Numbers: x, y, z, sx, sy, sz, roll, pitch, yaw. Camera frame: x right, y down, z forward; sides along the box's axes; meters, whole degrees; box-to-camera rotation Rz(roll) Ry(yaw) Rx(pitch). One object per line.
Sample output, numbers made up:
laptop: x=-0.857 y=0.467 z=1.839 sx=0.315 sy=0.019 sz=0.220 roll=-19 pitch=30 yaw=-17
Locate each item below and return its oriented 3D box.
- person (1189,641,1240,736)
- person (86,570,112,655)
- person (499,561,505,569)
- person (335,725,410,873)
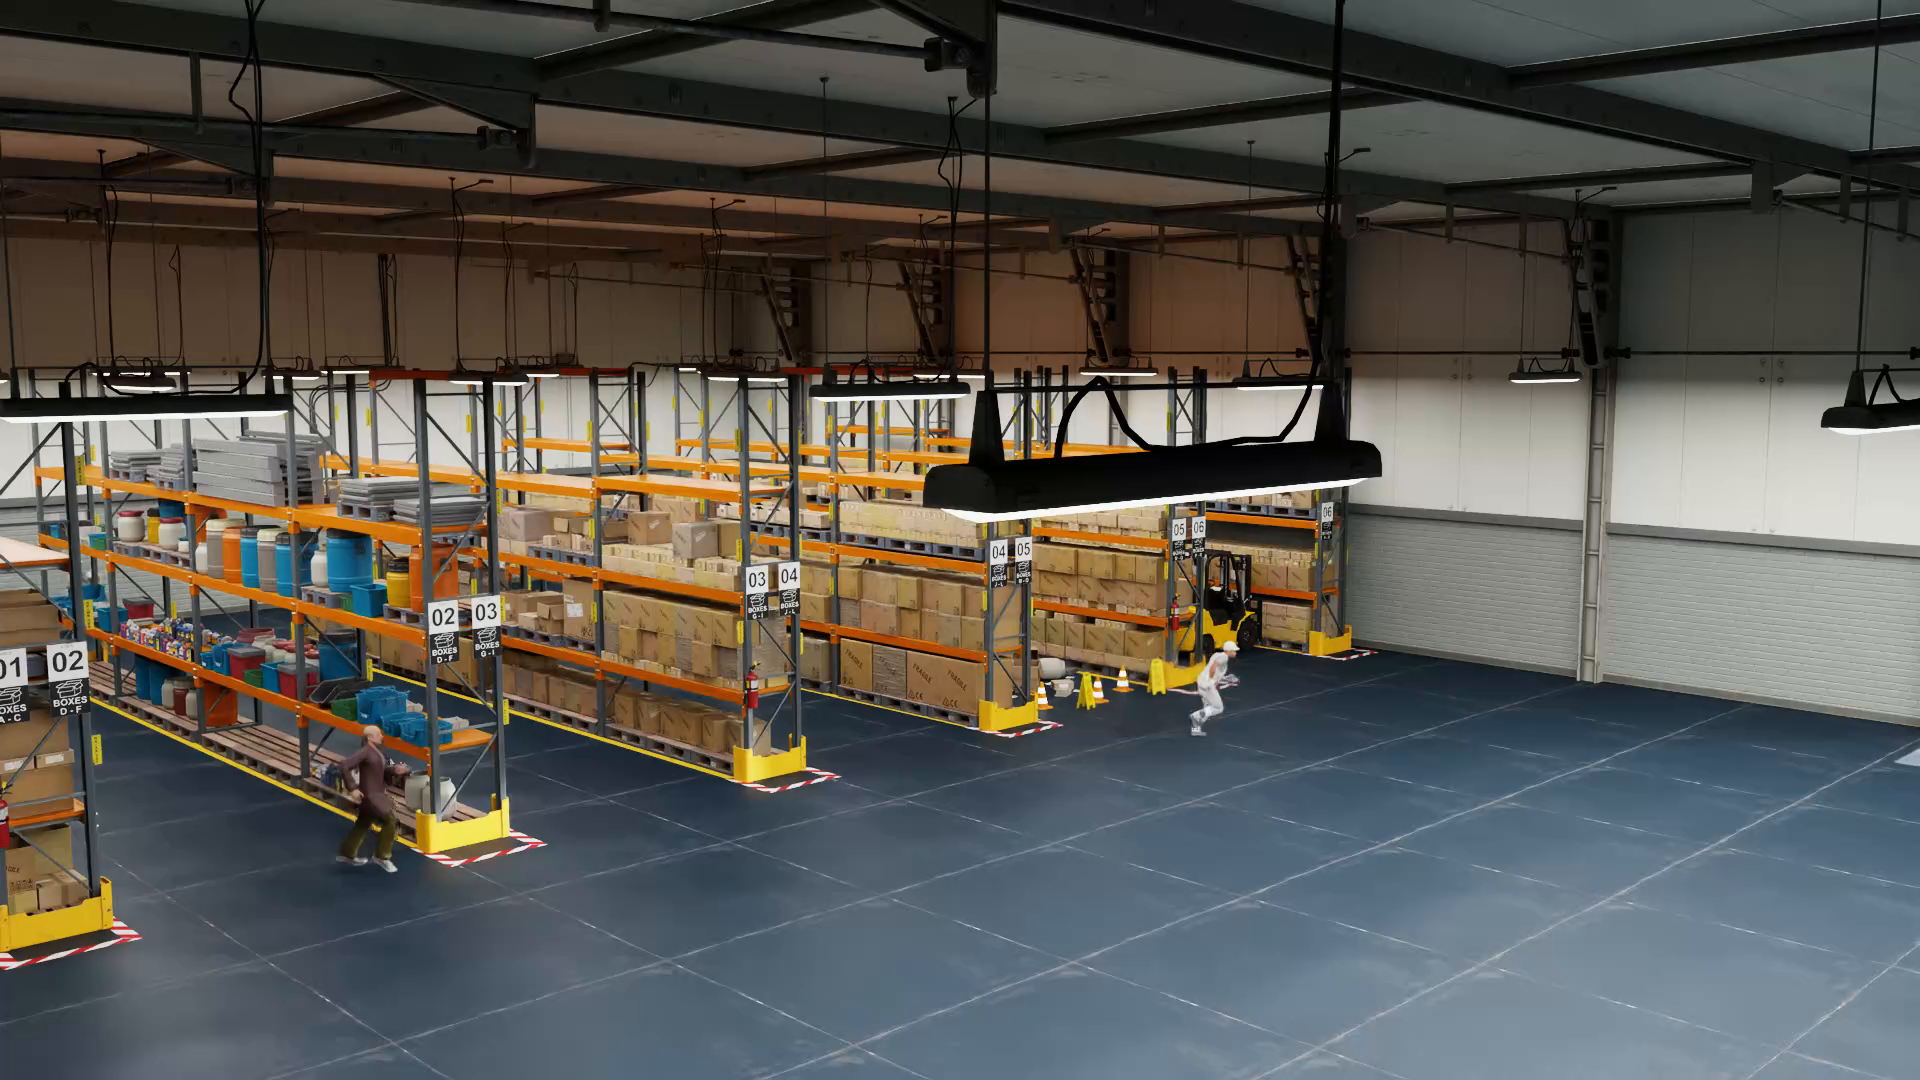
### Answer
person: x=4.194 y=2.461 z=27.387 sx=0.825 sy=1.592 sz=0.694 roll=0 pitch=6 yaw=-3
person: x=-18.030 y=1.526 z=34.545 sx=0.892 sy=1.816 sz=0.674 roll=-4 pitch=8 yaw=-31
person: x=-11.216 y=0.909 z=40.854 sx=0.609 sy=1.677 sz=0.626 roll=2 pitch=7 yaw=13
person: x=-7.166 y=3.169 z=20.287 sx=0.894 sy=1.844 sz=0.665 roll=-1 pitch=7 yaw=-11
